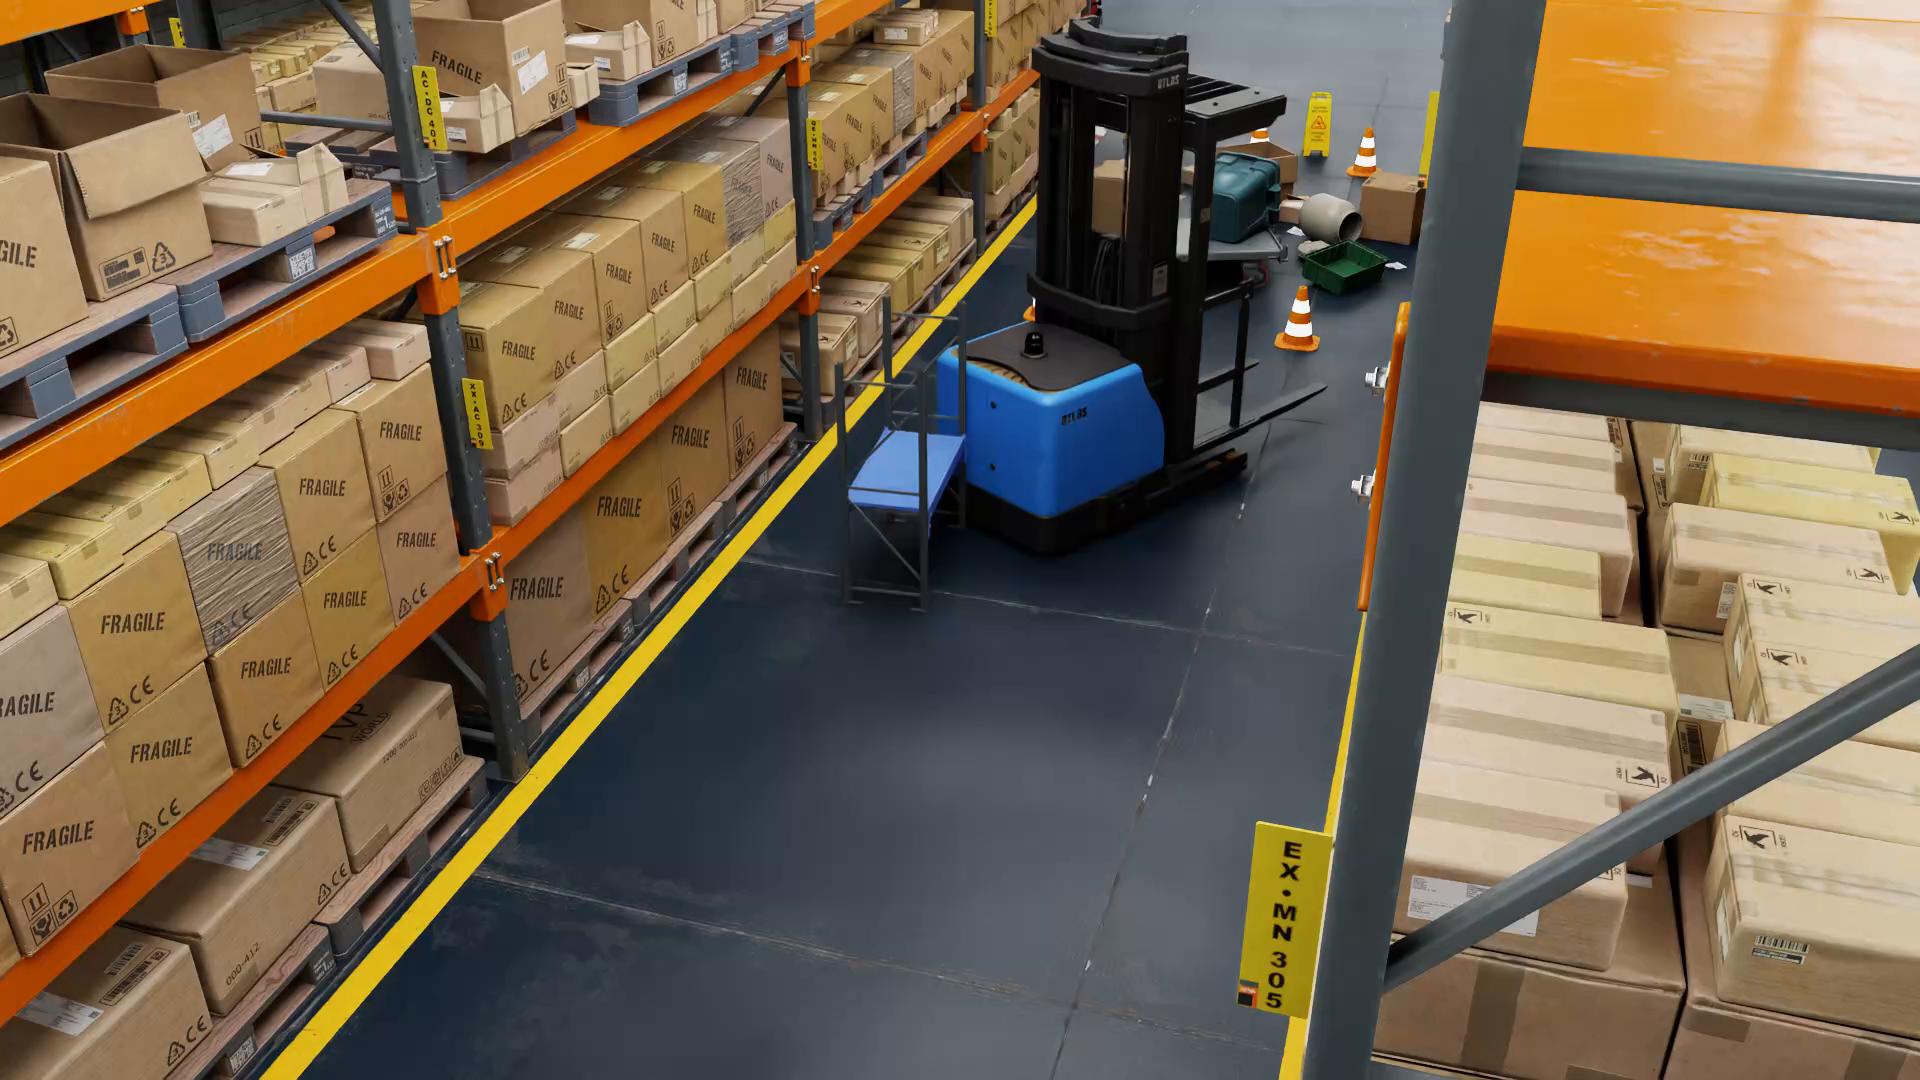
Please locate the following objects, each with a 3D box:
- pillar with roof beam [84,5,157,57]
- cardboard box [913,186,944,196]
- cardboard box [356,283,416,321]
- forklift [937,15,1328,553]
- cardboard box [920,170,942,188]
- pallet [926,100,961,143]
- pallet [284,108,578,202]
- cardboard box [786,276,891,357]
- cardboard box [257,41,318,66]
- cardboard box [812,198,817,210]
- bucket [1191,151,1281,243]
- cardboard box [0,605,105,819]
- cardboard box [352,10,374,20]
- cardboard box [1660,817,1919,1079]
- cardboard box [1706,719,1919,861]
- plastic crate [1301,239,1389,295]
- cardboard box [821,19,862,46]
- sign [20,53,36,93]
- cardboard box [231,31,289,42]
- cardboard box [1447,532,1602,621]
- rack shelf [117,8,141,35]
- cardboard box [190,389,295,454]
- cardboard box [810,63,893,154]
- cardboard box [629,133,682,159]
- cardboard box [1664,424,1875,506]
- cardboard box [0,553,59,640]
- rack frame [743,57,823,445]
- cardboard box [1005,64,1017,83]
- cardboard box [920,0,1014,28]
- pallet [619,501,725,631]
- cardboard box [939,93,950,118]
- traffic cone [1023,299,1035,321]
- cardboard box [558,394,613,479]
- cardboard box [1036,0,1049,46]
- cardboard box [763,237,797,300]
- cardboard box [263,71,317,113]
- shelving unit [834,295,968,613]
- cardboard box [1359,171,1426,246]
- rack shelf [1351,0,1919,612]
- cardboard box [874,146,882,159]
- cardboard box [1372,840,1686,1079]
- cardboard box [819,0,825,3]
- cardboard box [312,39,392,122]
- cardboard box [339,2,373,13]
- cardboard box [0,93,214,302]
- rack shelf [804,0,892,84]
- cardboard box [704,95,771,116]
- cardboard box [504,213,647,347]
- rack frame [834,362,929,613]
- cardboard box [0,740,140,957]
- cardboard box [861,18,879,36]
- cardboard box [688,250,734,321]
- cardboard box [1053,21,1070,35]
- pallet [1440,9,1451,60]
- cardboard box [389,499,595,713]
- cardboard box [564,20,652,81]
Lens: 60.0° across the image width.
[{"bbox_3d":[-2.559,-5.517,10.947,9.100,9.000,0.400,8,30,15],"label":"pillar with roof beam"},{"bbox_3d":[-0.358,-3.223,15.390,0.500,0.250,0.500,10,31,17],"label":"cardboard box"},{"bbox_3d":[-2.732,-0.934,7.748,0.500,0.500,0.500,9,30,16],"label":"cardboard box"},{"bbox_3d":[1.269,-1.804,10.513,3.031,2.935,1.130,-24,37,-36],"label":"forklift"},{"bbox_3d":[-0.358,-3.551,15.208,0.500,0.500,0.500,8,30,14],"label":"cardboard box"},{"bbox_3d":[-0.638,-3.510,13.706,1.003,0.211,1.213,8,30,15],"label":"pallet"},{"bbox_3d":[-2.401,-1.870,7.673,0.805,0.209,1.217,7,30,13],"label":"pallet"},{"bbox_3d":[-1.065,-1.709,12.543,0.950,0.372,0.625,8,30,14],"label":"cardboard box"},{"bbox_3d":[-5.467,-3.945,13.521,0.380,0.149,0.250,8,30,15],"label":"cardboard box"},{"bbox_3d":[-1.176,-2.267,11.102,0.380,0.149,0.250,7,30,12],"label":"cardboard box"},{"bbox_3d":[2.323,-2.894,14.206,0.726,0.611,0.620,20,45,32],"label":"bucket"},{"bbox_3d":[-3.095,0.504,5.162,0.500,0.500,0.500,8,30,14],"label":"cardboard box"},{"bbox_3d":[-5.090,-4.542,14.595,0.380,0.149,0.250,8,30,15],"label":"cardboard box"},{"bbox_3d":[1.345,0.673,2.545,0.500,0.250,0.500,9,30,16],"label":"cardboard box"},{"bbox_3d":[1.369,0.436,2.560,0.380,0.149,0.250,10,31,17],"label":"cardboard box"},{"bbox_3d":[3.285,-2.333,14.226,0.662,0.188,0.450,-24,47,-37],"label":"plastic crate"},{"bbox_3d":[-0.971,-3.881,12.668,0.380,0.149,0.250,10,31,18],"label":"cardboard box"},{"bbox_3d":[-6.727,-3.359,12.047,0.100,0.325,0.005,8,30,15],"label":"sign"},{"bbox_3d":[-5.821,-4.127,13.848,0.380,0.149,0.250,9,30,15],"label":"cardboard box"},{"bbox_3d":[0.996,0.116,3.136,0.380,0.149,0.250,9,30,16],"label":"cardboard box"},{"bbox_3d":[-6.782,-2.843,9.964,1.077,0.370,4.000,8,30,15],"label":"rack shelf"},{"bbox_3d":[-2.730,-0.444,6.199,0.380,0.149,0.250,8,30,14],"label":"cardboard box"},{"bbox_3d":[-0.800,-3.093,11.919,0.500,0.500,0.500,9,30,16],"label":"cardboard box"},{"bbox_3d":[-1.964,-2.123,9.885,0.500,0.500,0.500,9,30,15],"label":"cardboard box"},{"bbox_3d":[1.761,-0.165,3.641,0.380,0.149,0.250,10,30,17],"label":"cardboard box"},{"bbox_3d":[-3.033,0.158,5.116,0.380,0.149,0.250,9,30,15],"label":"cardboard box"},{"bbox_3d":[-1.449,-2.069,10.919,1.000,3.000,0.127,8,30,15],"label":"rack frame"},{"bbox_3d":[0.304,-4.281,15.154,0.380,0.149,0.250,9,30,16],"label":"cardboard box"},{"bbox_3d":[0.062,-4.712,14.233,0.700,0.500,0.500,8,30,14],"label":"cardboard box"},{"bbox_3d":[-2.112,0.070,9.942,1.003,0.211,1.213,8,30,15],"label":"pallet"},{"bbox_3d":[-0.298,-3.478,13.278,0.380,0.149,0.250,8,30,14],"label":"cardboard box"},{"bbox_3d":[0.700,-2.043,13.482,0.336,0.463,0.334,8,30,15],"label":"traffic cone"},{"bbox_3d":[-2.091,-0.552,8.346,0.500,0.250,0.500,8,30,14],"label":"cardboard box"},{"bbox_3d":[0.535,-4.972,15.728,0.500,0.500,0.500,9,30,15],"label":"cardboard box"},{"bbox_3d":[-1.349,-1.731,10.466,0.500,0.250,0.500,7,30,13],"label":"cardboard box"},{"bbox_3d":[-5.512,-3.573,13.262,0.500,0.250,0.500,8,30,14],"label":"cardboard box"},{"bbox_3d":[-0.317,-0.510,9.659,0.538,1.500,1.048,6,30,11],"label":"shelving unit"},{"bbox_3d":[3.961,-3.045,15.242,0.500,0.500,0.500,14,32,23],"label":"cardboard box"},{"bbox_3d":[1.552,-0.927,3.438,1.077,0.370,4.000,8,30,15],"label":"rack shelf"},{"bbox_3d":[-0.794,-2.899,12.238,0.380,0.149,0.250,10,31,17],"label":"cardboard box"},{"bbox_3d":[0.856,0.594,2.686,0.500,0.250,0.500,8,30,13],"label":"cardboard box"},{"bbox_3d":[-1.161,-3.863,10.955,0.700,0.500,0.500,8,30,15],"label":"cardboard box"},{"bbox_3d":[-2.565,-2.105,7.558,0.500,0.311,0.500,8,30,15],"label":"cardboard box"},{"bbox_3d":[-5.458,-4.712,14.899,0.380,0.149,0.250,7,30,13],"label":"cardboard box"},{"bbox_3d":[-2.988,-1.162,5.562,0.797,0.503,0.637,11,31,19],"label":"cardboard box"},{"bbox_3d":[-0.862,-3.995,12.035,1.077,0.370,4.000,8,30,15],"label":"rack shelf"},{"bbox_3d":[-1.581,-2.677,11.171,0.500,0.500,0.500,8,30,13],"label":"cardboard box"},{"bbox_3d":[-1.947,-1.327,8.454,0.500,0.500,0.500,8,30,14],"label":"cardboard box"},{"bbox_3d":[-0.425,-0.268,9.225,0.500,1.500,0.032,6,30,11],"label":"rack frame"},{"bbox_3d":[-3.093,0.950,5.389,0.500,0.500,0.500,8,30,15],"label":"cardboard box"},{"bbox_3d":[-0.833,-3.875,13.325,0.500,0.500,0.500,9,30,15],"label":"cardboard box"},{"bbox_3d":[-1.626,-1.481,9.502,0.500,0.250,0.500,8,30,14],"label":"cardboard box"},{"bbox_3d":[0.883,-5.099,16.624,0.380,0.149,0.250,9,30,16],"label":"cardboard box"},{"bbox_3d":[3.451,-2.945,9.602,1.213,0.211,1.003,10,31,17],"label":"pallet"},{"bbox_3d":[-2.518,0.235,8.530,0.875,0.875,0.875,9,30,16],"label":"cardboard box"},{"bbox_3d":[-1.752,-2.445,8.215,0.396,0.266,0.258,11,31,19],"label":"cardboard box"}]
